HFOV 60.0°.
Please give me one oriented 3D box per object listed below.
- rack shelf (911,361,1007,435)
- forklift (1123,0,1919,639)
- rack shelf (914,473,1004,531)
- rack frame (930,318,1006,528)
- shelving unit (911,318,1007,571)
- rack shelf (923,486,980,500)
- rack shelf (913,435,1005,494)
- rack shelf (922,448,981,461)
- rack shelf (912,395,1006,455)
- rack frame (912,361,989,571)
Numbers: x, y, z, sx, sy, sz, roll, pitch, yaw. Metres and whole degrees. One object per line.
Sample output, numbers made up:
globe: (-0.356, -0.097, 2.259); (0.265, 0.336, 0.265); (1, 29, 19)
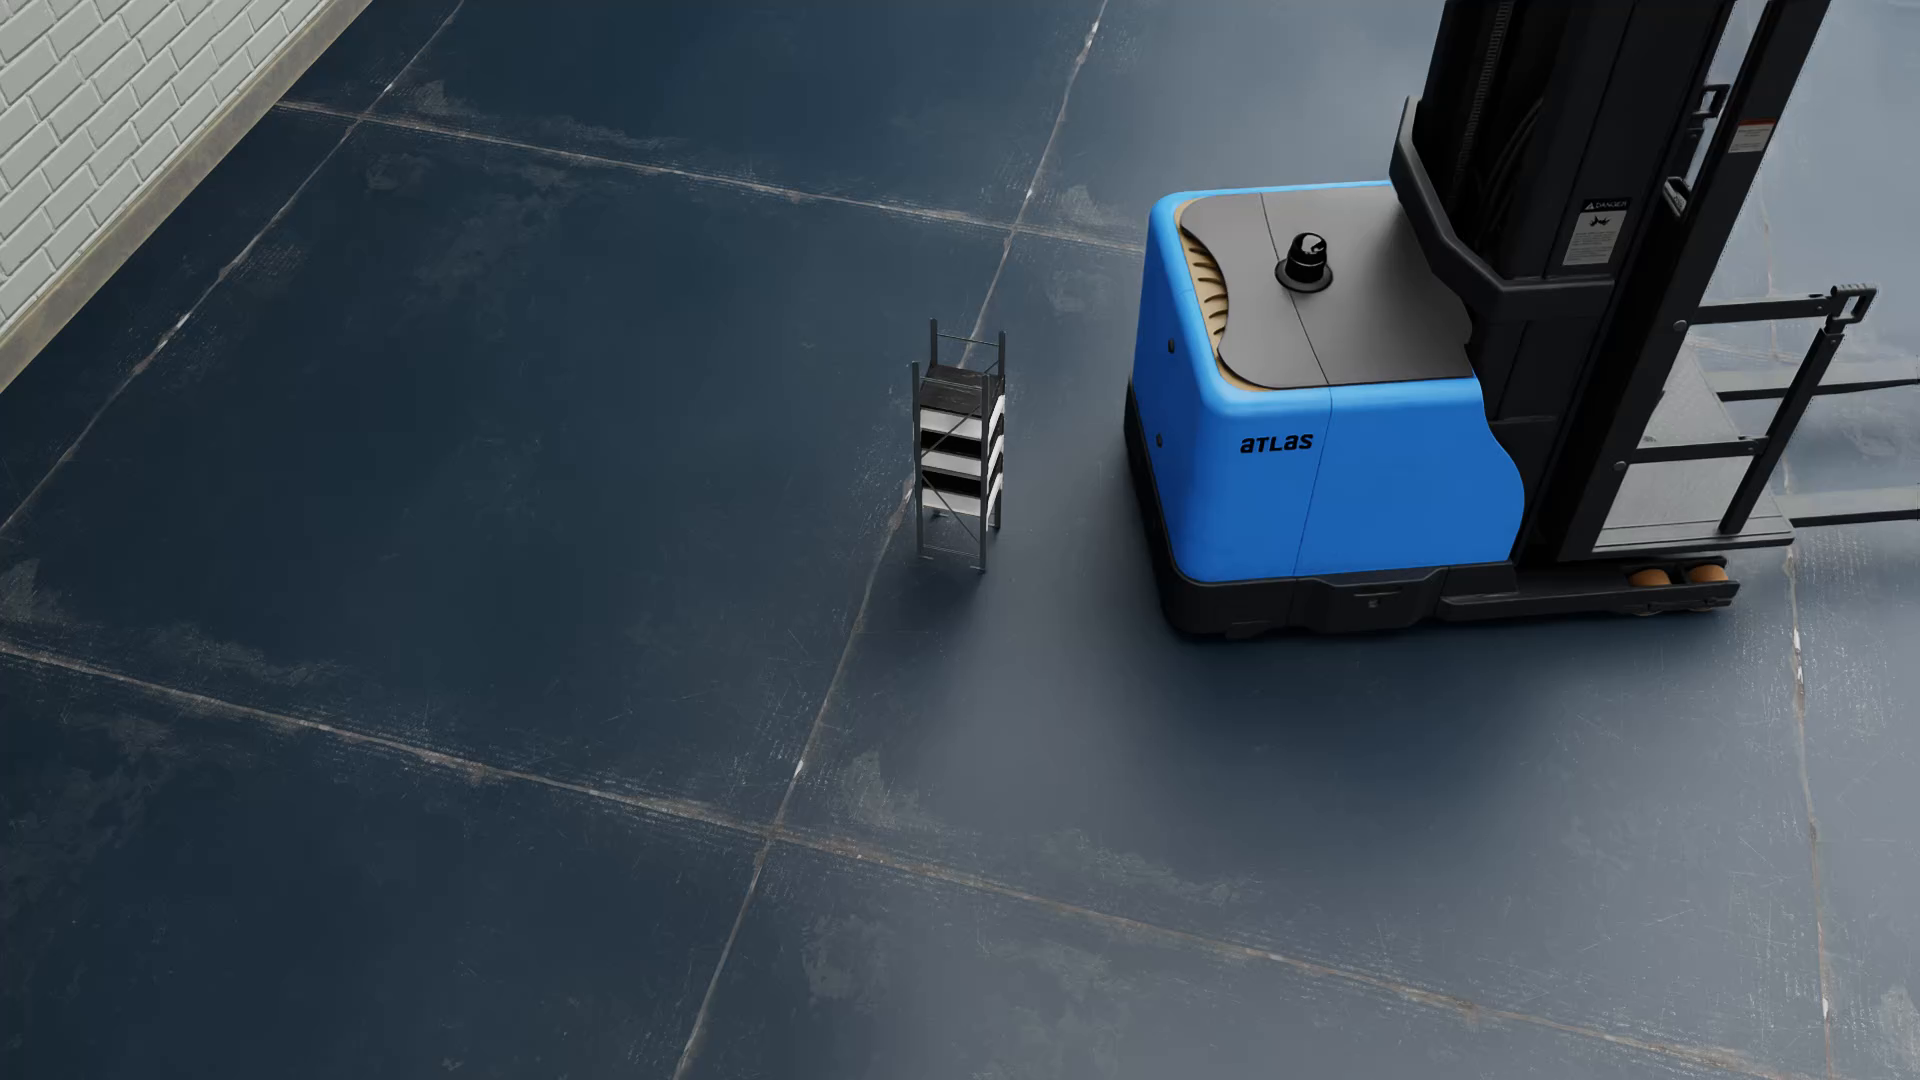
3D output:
rack shelf: (-0.002, -0.449, 5.230); (0.258, 0.077, 0.200); (12, 50, 10)
forklift: (2.139, -1.112, 4.776); (3.031, 2.935, 1.130); (-4, 49, -4)
rack shelf: (-0.002, -0.151, 5.567); (0.258, 0.077, 0.200); (12, 50, 10)
rack frame: (0.025, -0.365, 5.472); (0.240, 0.900, 0.006); (12, 50, 10)
shelving unit: (-0.002, -0.292, 5.407); (0.258, 0.900, 0.210); (12, 50, 10)
rack shelf: (-0.002, -0.220, 5.489); (0.199, 0.015, 0.184); (12, 50, 10)
rack shelf: (-0.002, -0.270, 5.432); (0.258, 0.077, 0.200); (12, 50, 10)
rack shelf: (-0.002, -0.339, 5.354); (0.199, 0.015, 0.184); (12, 50, 10)
rack shelf: (-0.002, -0.389, 5.297); (0.258, 0.077, 0.200); (12, 50, 10)
rack frame: (-0.029, -0.218, 5.343); (0.240, 0.900, 0.006); (12, 50, 10)
